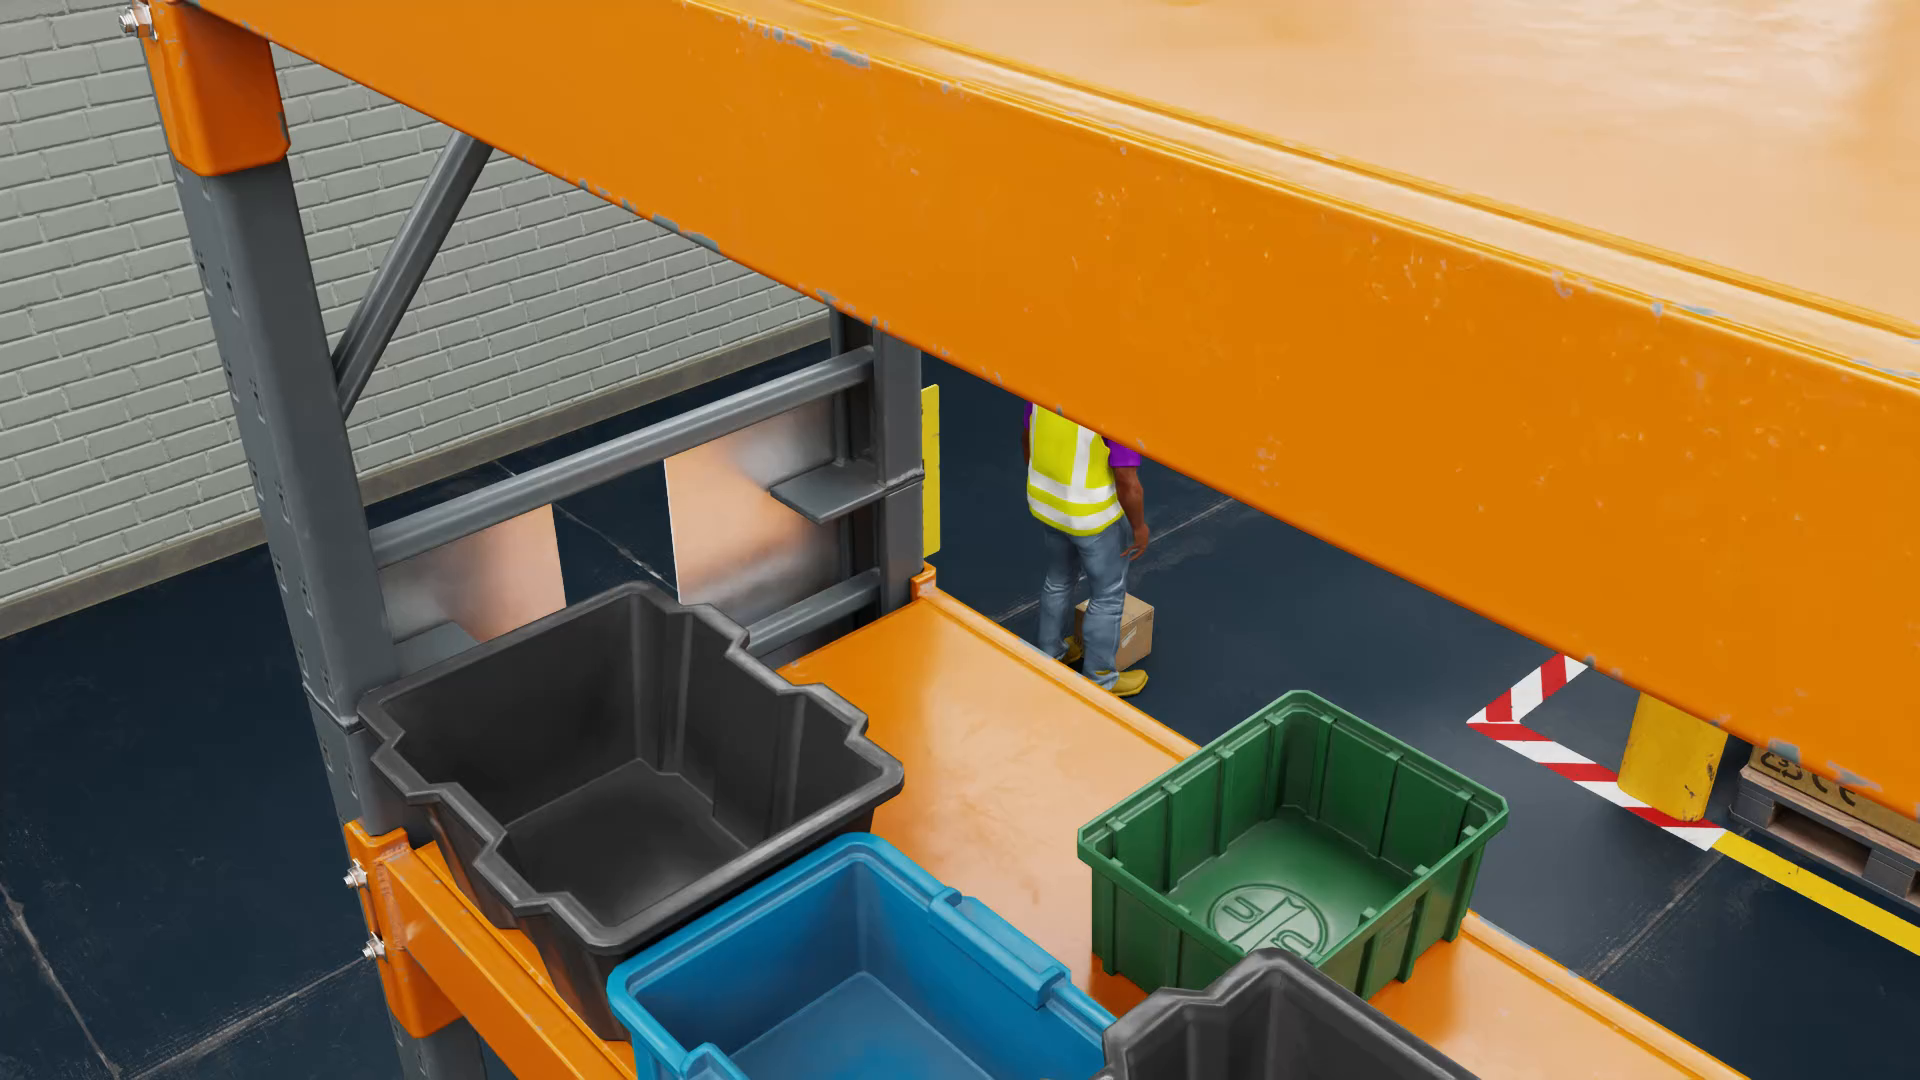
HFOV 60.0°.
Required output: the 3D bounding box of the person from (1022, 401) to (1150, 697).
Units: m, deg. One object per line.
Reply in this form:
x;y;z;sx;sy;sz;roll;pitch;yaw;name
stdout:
0.523;-0.151;6.864;0.459;1.760;0.625;-27;40;-36;person
